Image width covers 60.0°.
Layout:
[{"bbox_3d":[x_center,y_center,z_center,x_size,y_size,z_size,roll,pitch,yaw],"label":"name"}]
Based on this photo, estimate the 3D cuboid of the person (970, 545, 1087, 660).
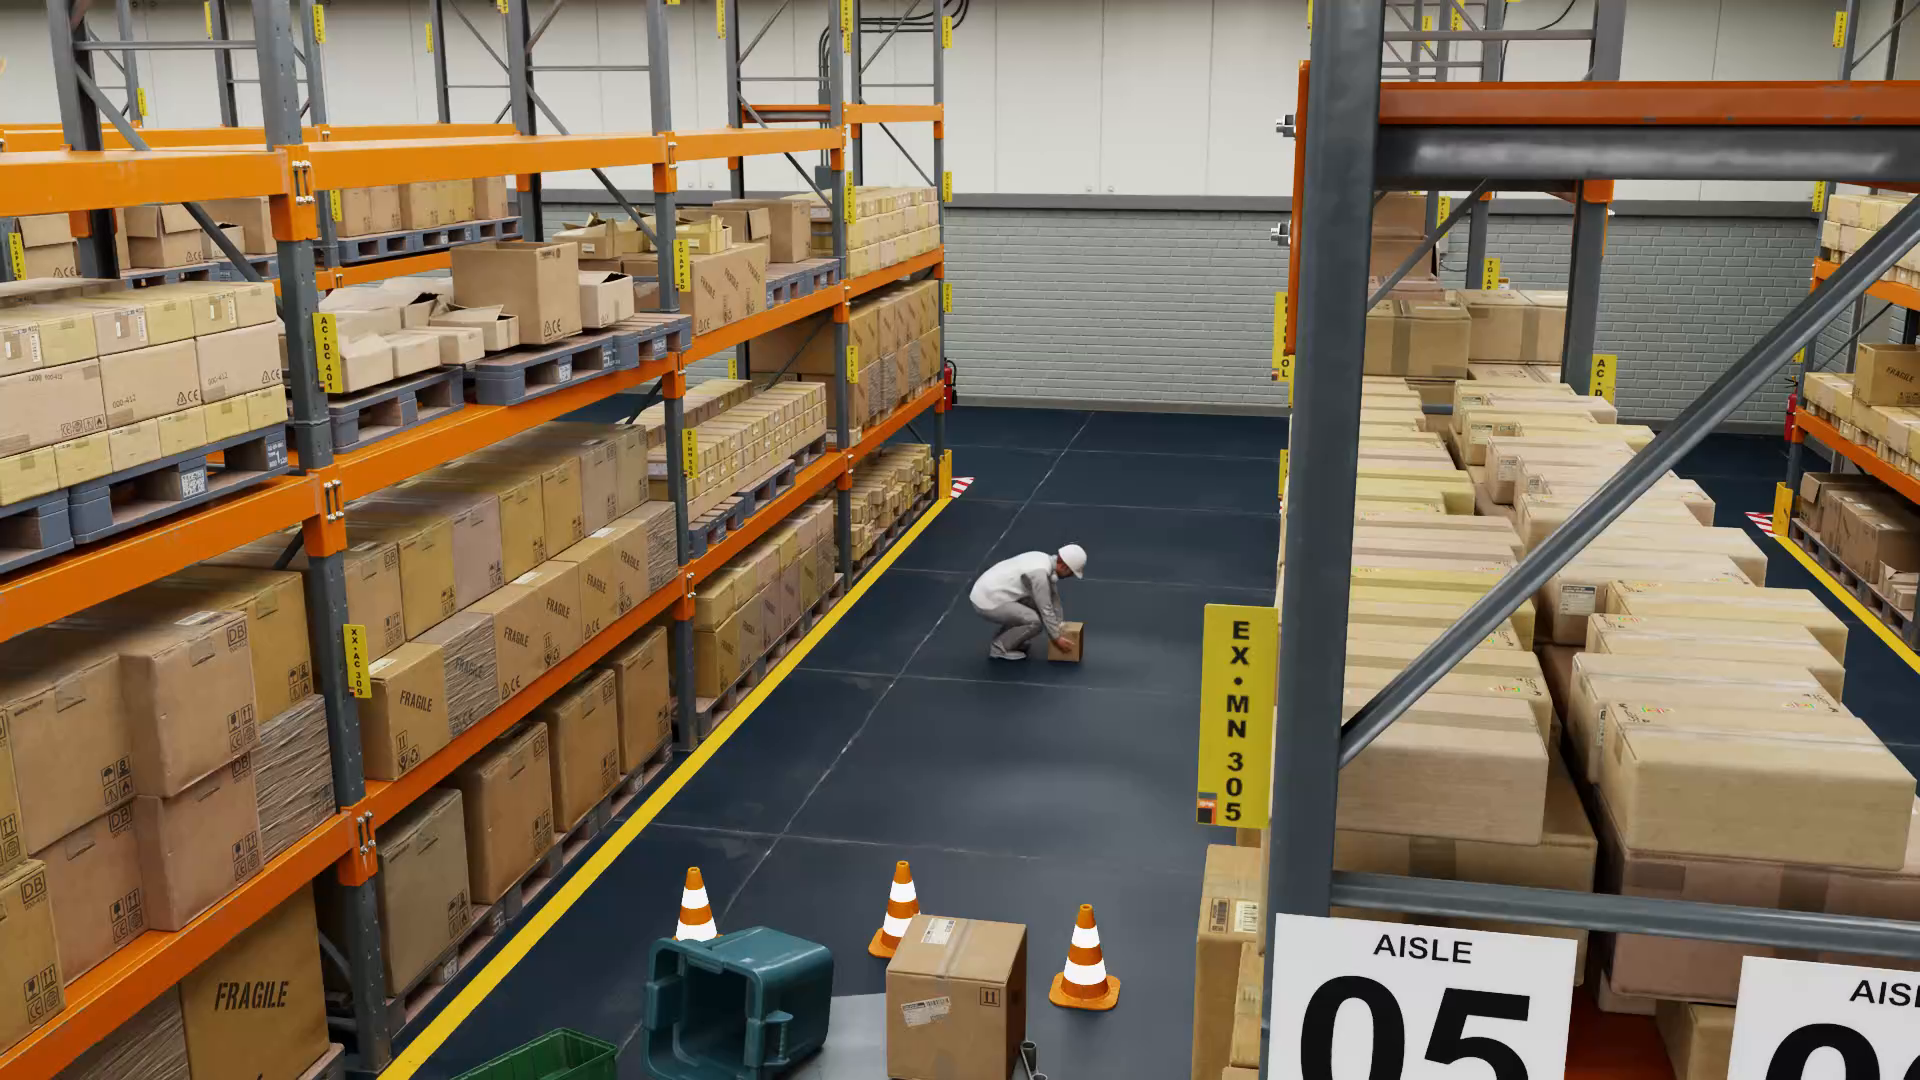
[{"bbox_3d":[0.548,0.478,13.336,0.913,0.916,0.540,3,15,11],"label":"person"}]
